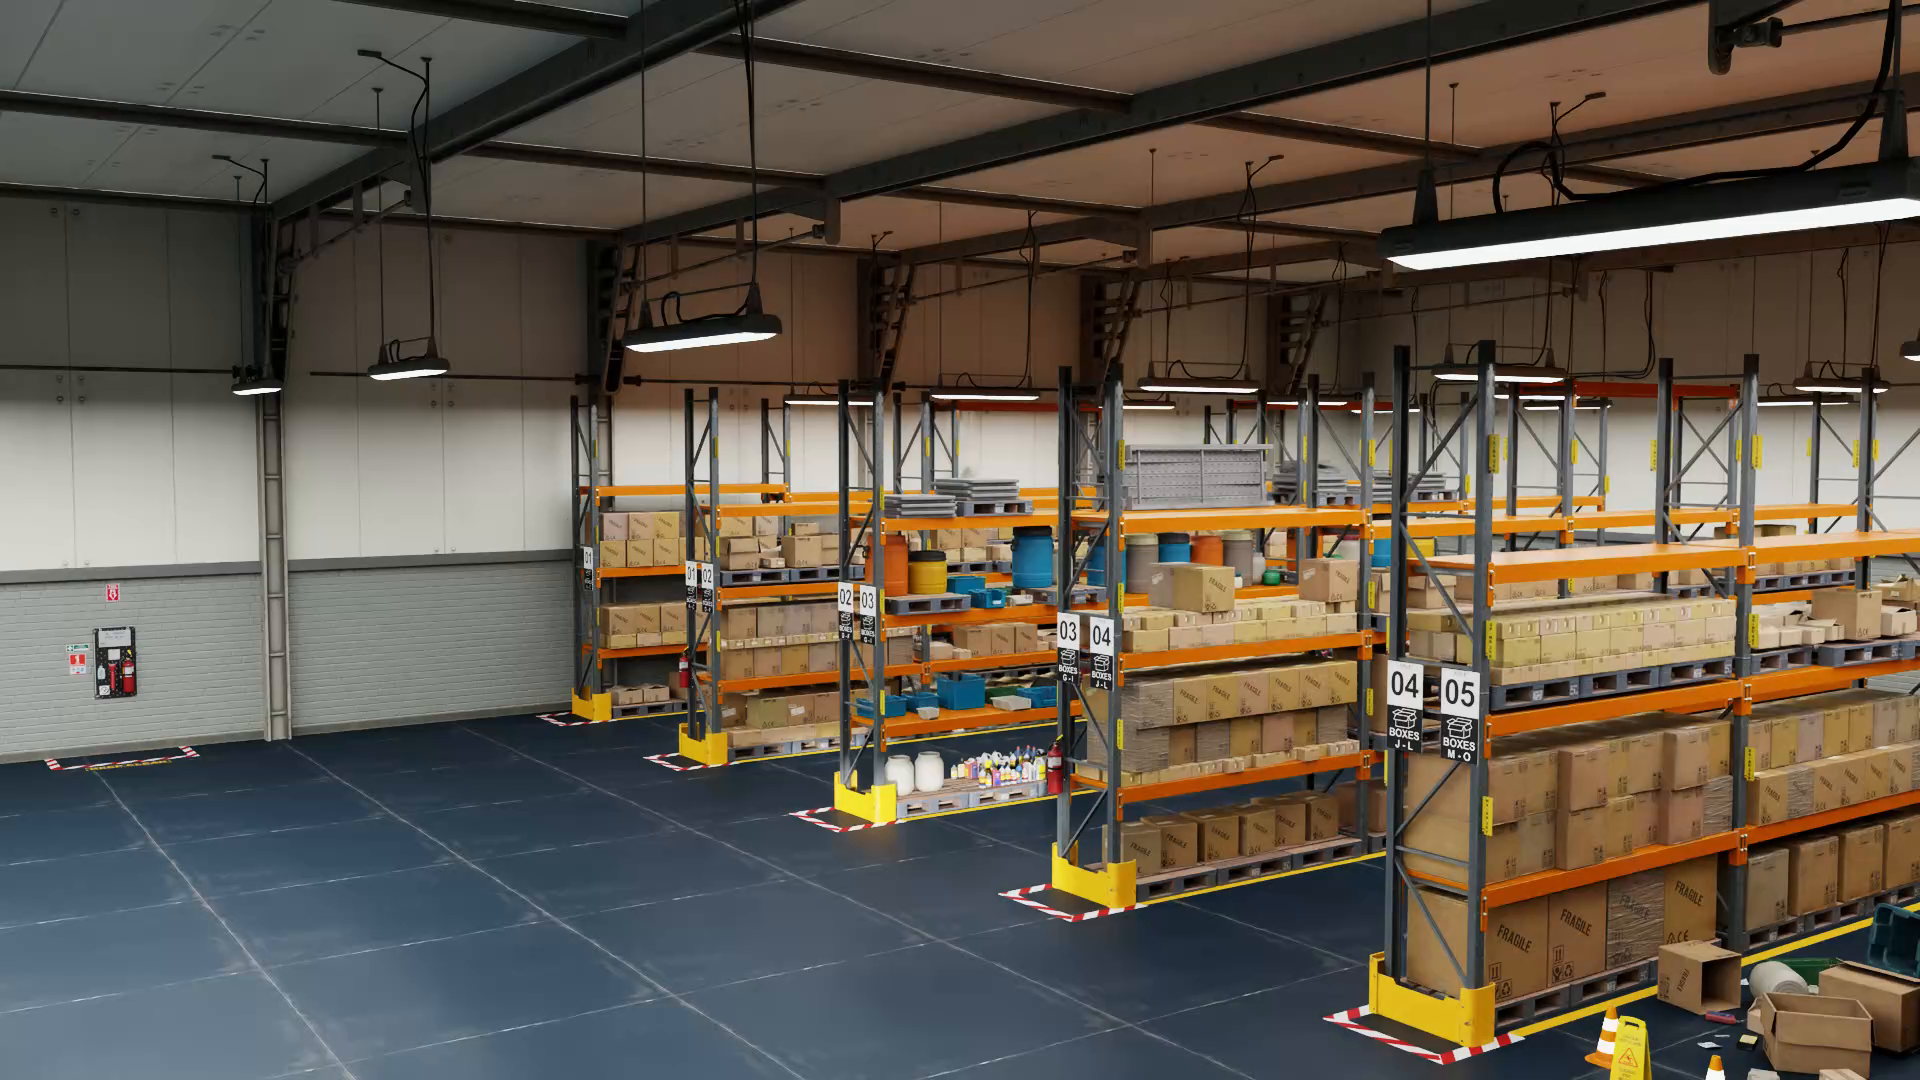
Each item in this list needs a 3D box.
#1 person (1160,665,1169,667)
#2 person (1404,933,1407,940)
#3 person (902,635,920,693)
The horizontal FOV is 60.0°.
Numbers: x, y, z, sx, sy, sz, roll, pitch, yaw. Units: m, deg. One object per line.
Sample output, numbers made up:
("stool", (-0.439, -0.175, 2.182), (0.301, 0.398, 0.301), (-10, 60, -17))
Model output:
("person", (3.334, 2.622, 27.940), (0.913, 1.690, 0.615), (-3, 4, -38))
("person", (5.159, 3.243, 17.372), (1.137, 1.782, 0.662), (-2, 4, -33))
("person", (-1.033, 2.420, 32.008), (0.706, 1.732, 1.048), (3, 4, 40))
